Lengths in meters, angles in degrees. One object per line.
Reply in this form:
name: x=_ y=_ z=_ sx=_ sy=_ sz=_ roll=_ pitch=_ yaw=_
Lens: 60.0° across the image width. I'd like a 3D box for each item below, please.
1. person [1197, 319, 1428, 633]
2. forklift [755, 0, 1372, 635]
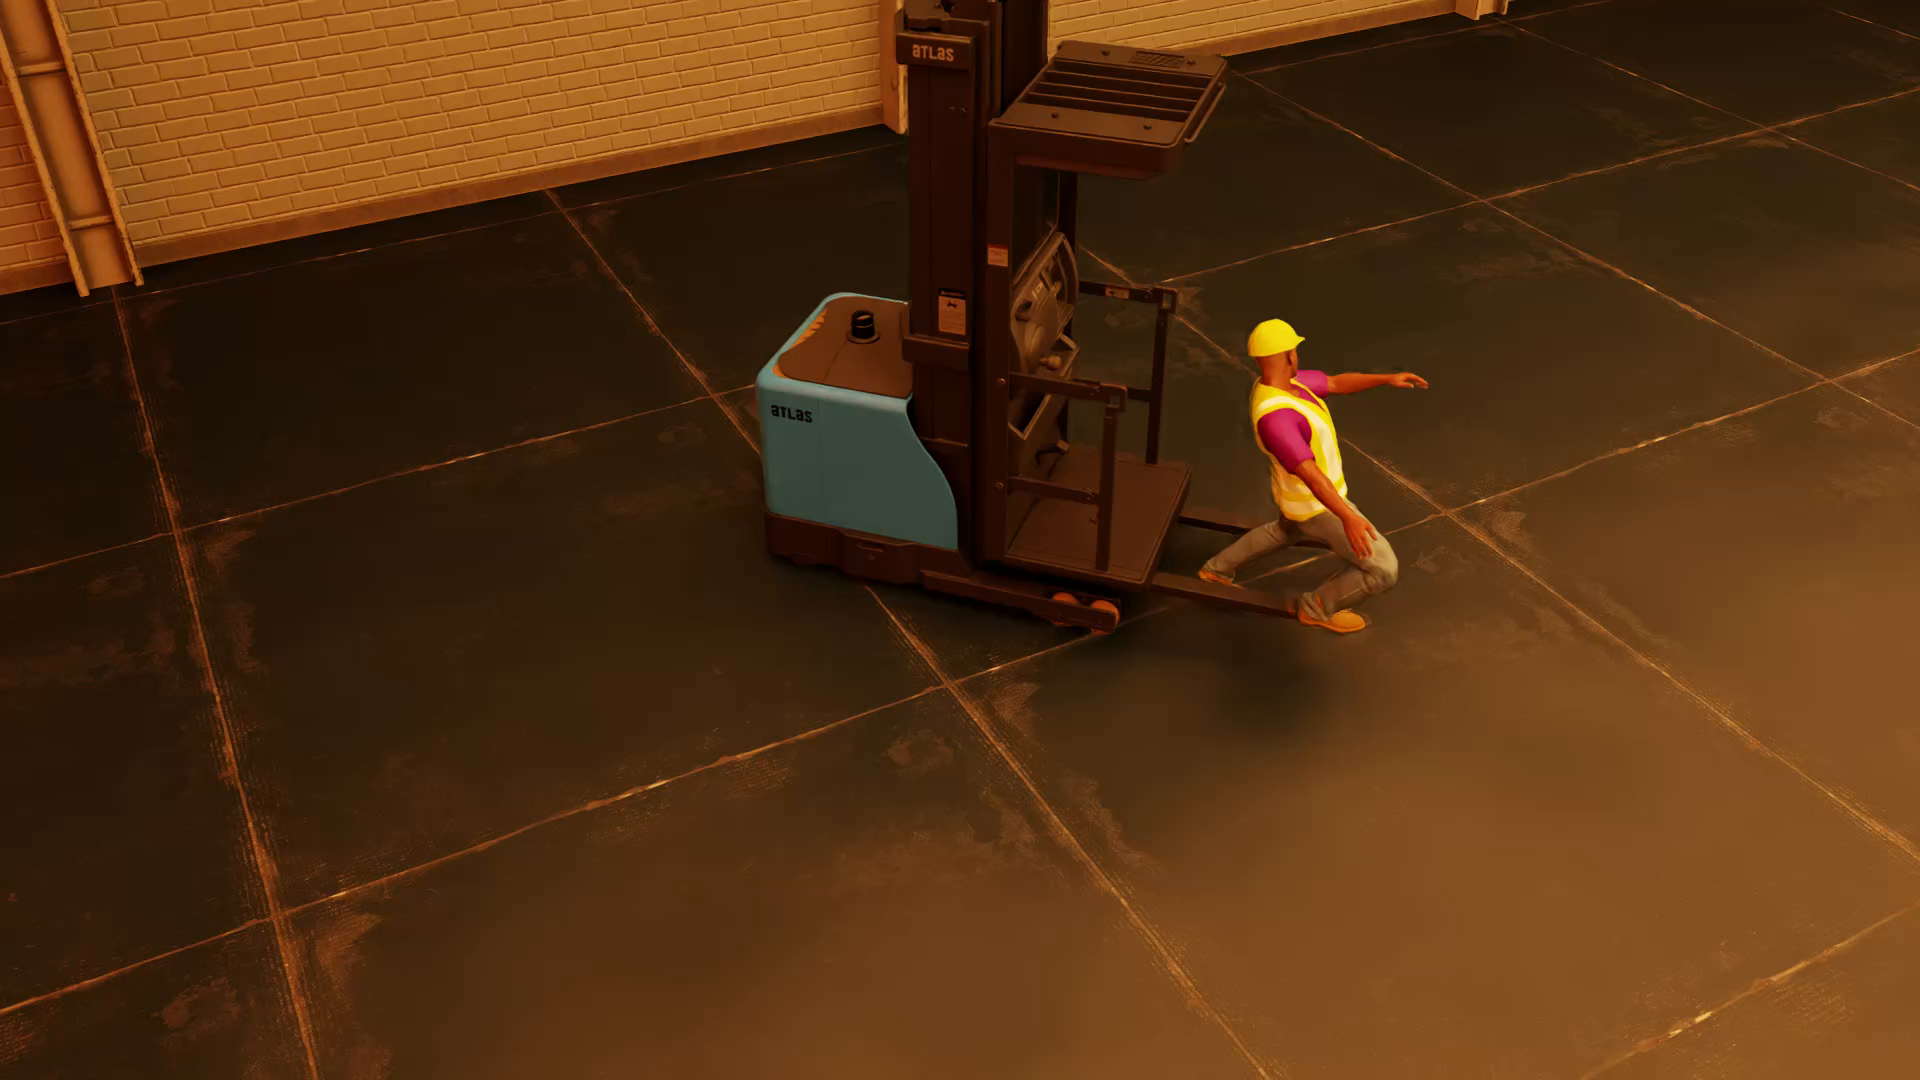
person: x=1.650 y=-0.136 z=7.445 sx=0.901 sy=1.605 sz=1.016 roll=-3 pitch=35 yaw=-4
forklift: x=0.579 y=-1.085 z=7.658 sx=3.031 sy=2.935 sz=1.130 roll=11 pitch=37 yaw=15
